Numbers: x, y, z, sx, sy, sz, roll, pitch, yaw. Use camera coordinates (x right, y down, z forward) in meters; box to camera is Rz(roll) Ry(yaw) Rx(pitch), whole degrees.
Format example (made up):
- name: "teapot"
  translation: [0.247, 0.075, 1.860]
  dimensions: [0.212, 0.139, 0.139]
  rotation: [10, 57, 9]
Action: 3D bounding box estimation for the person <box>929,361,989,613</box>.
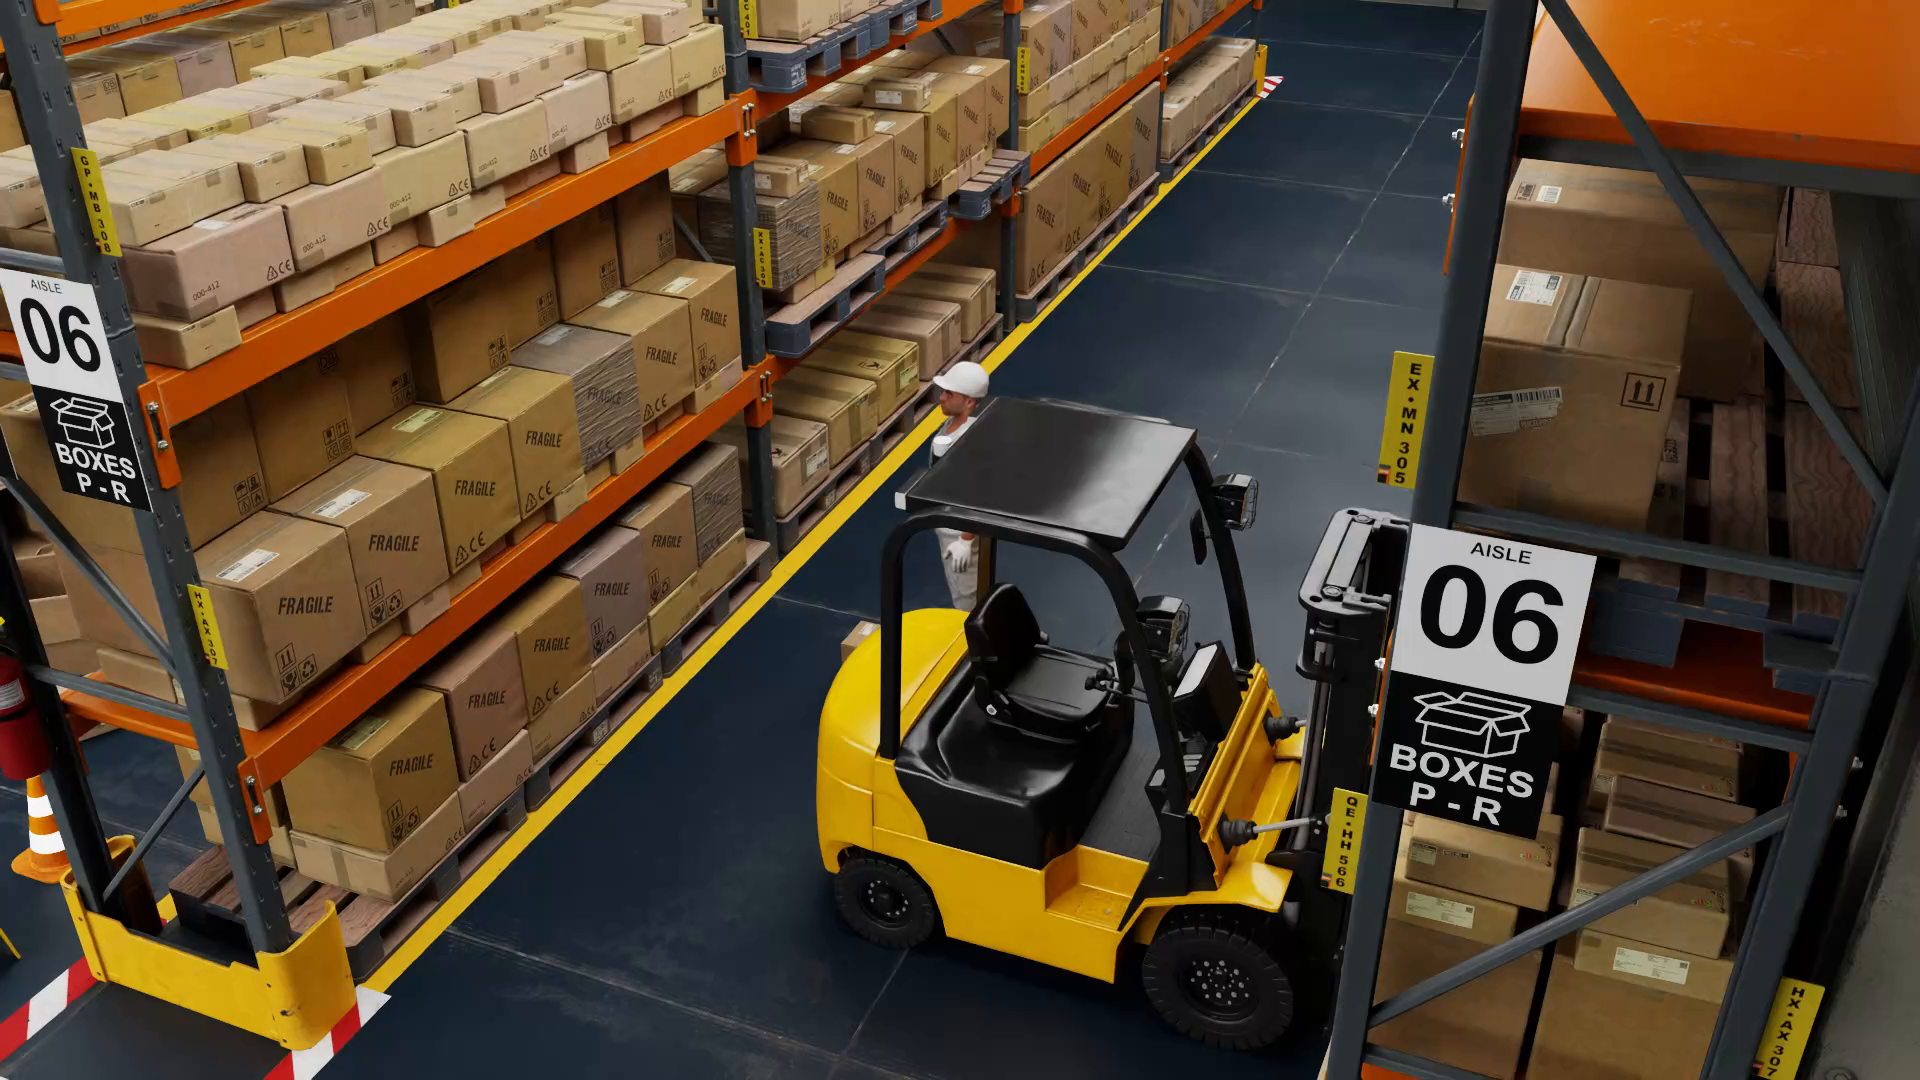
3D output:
- name: "person"
  translation: [-0.002, -0.079, 8.504]
  dimensions: [0.335, 1.793, 0.523]
  rotation: [-3, 29, -5]
